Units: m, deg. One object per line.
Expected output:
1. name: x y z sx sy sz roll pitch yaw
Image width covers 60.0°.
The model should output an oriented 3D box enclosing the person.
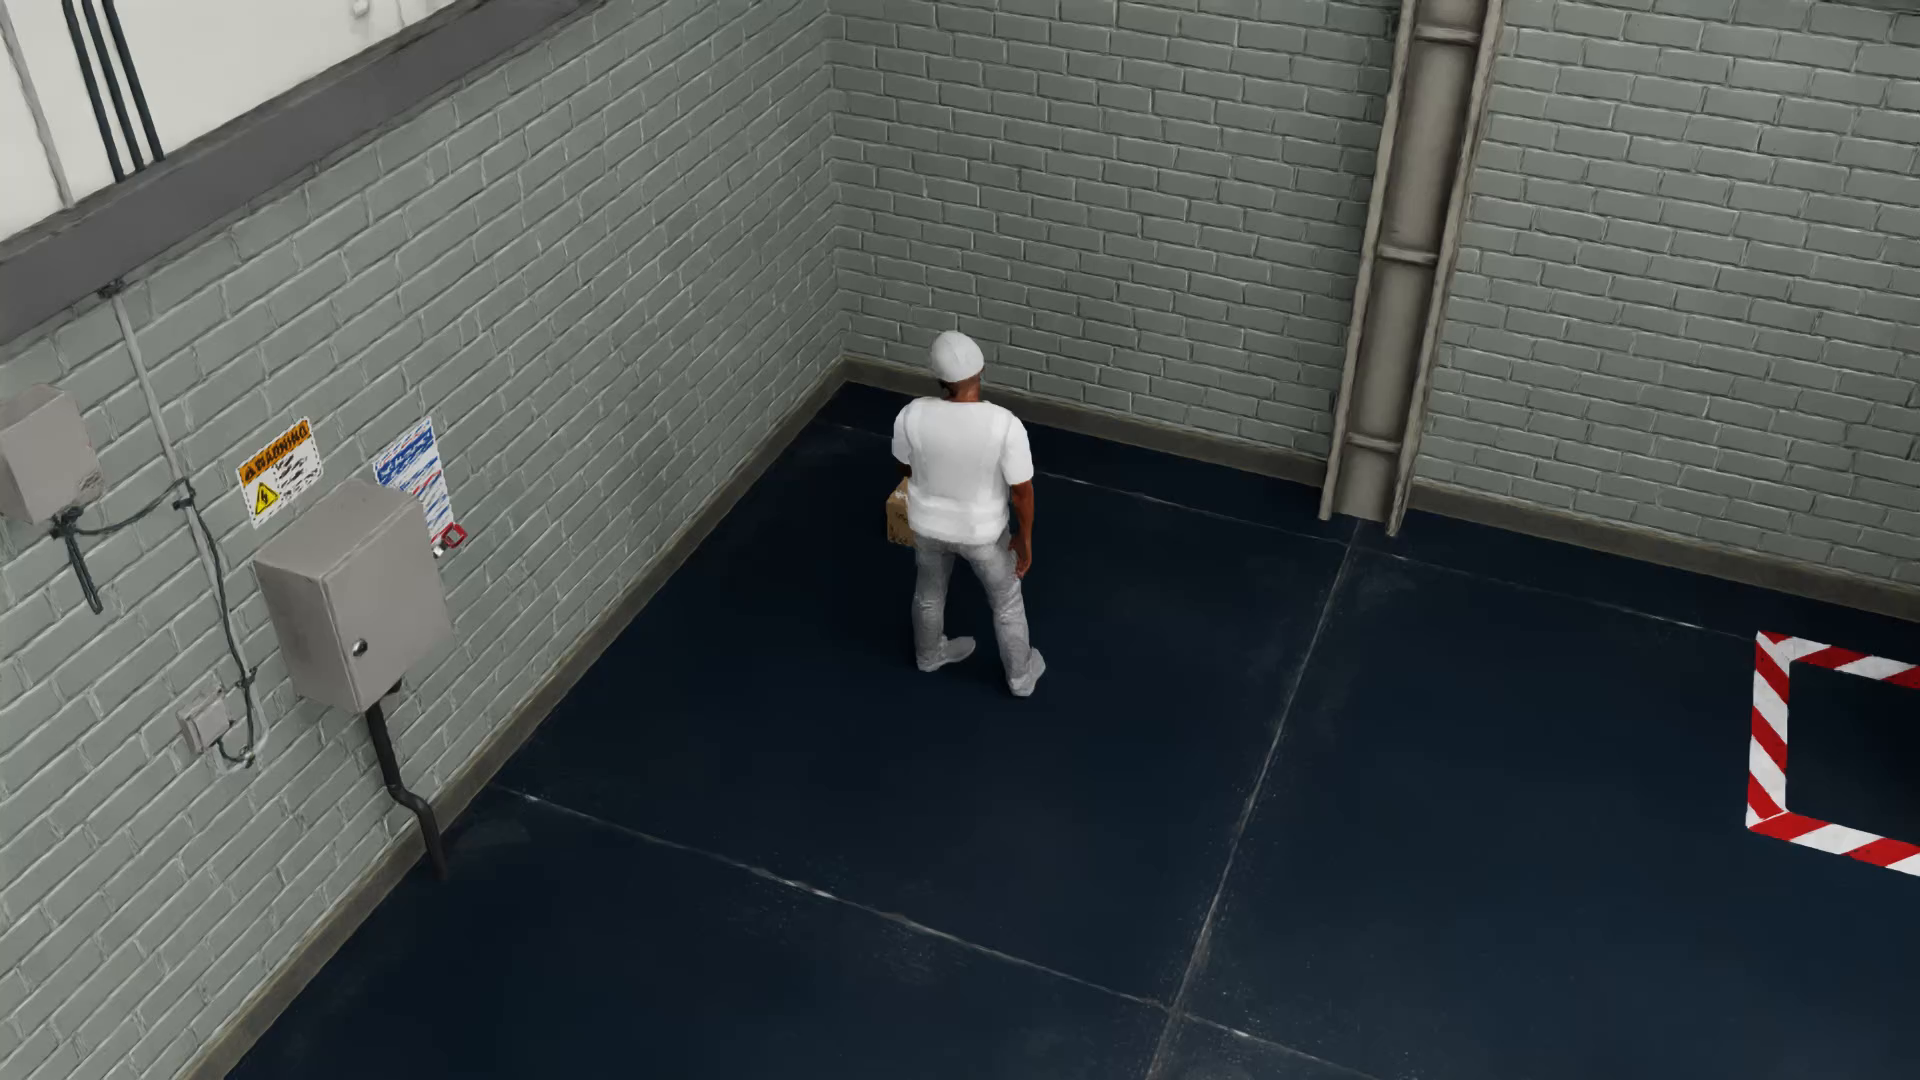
1. person: 0.052 -0.108 6.944 0.639 1.756 0.474 9 38 11
